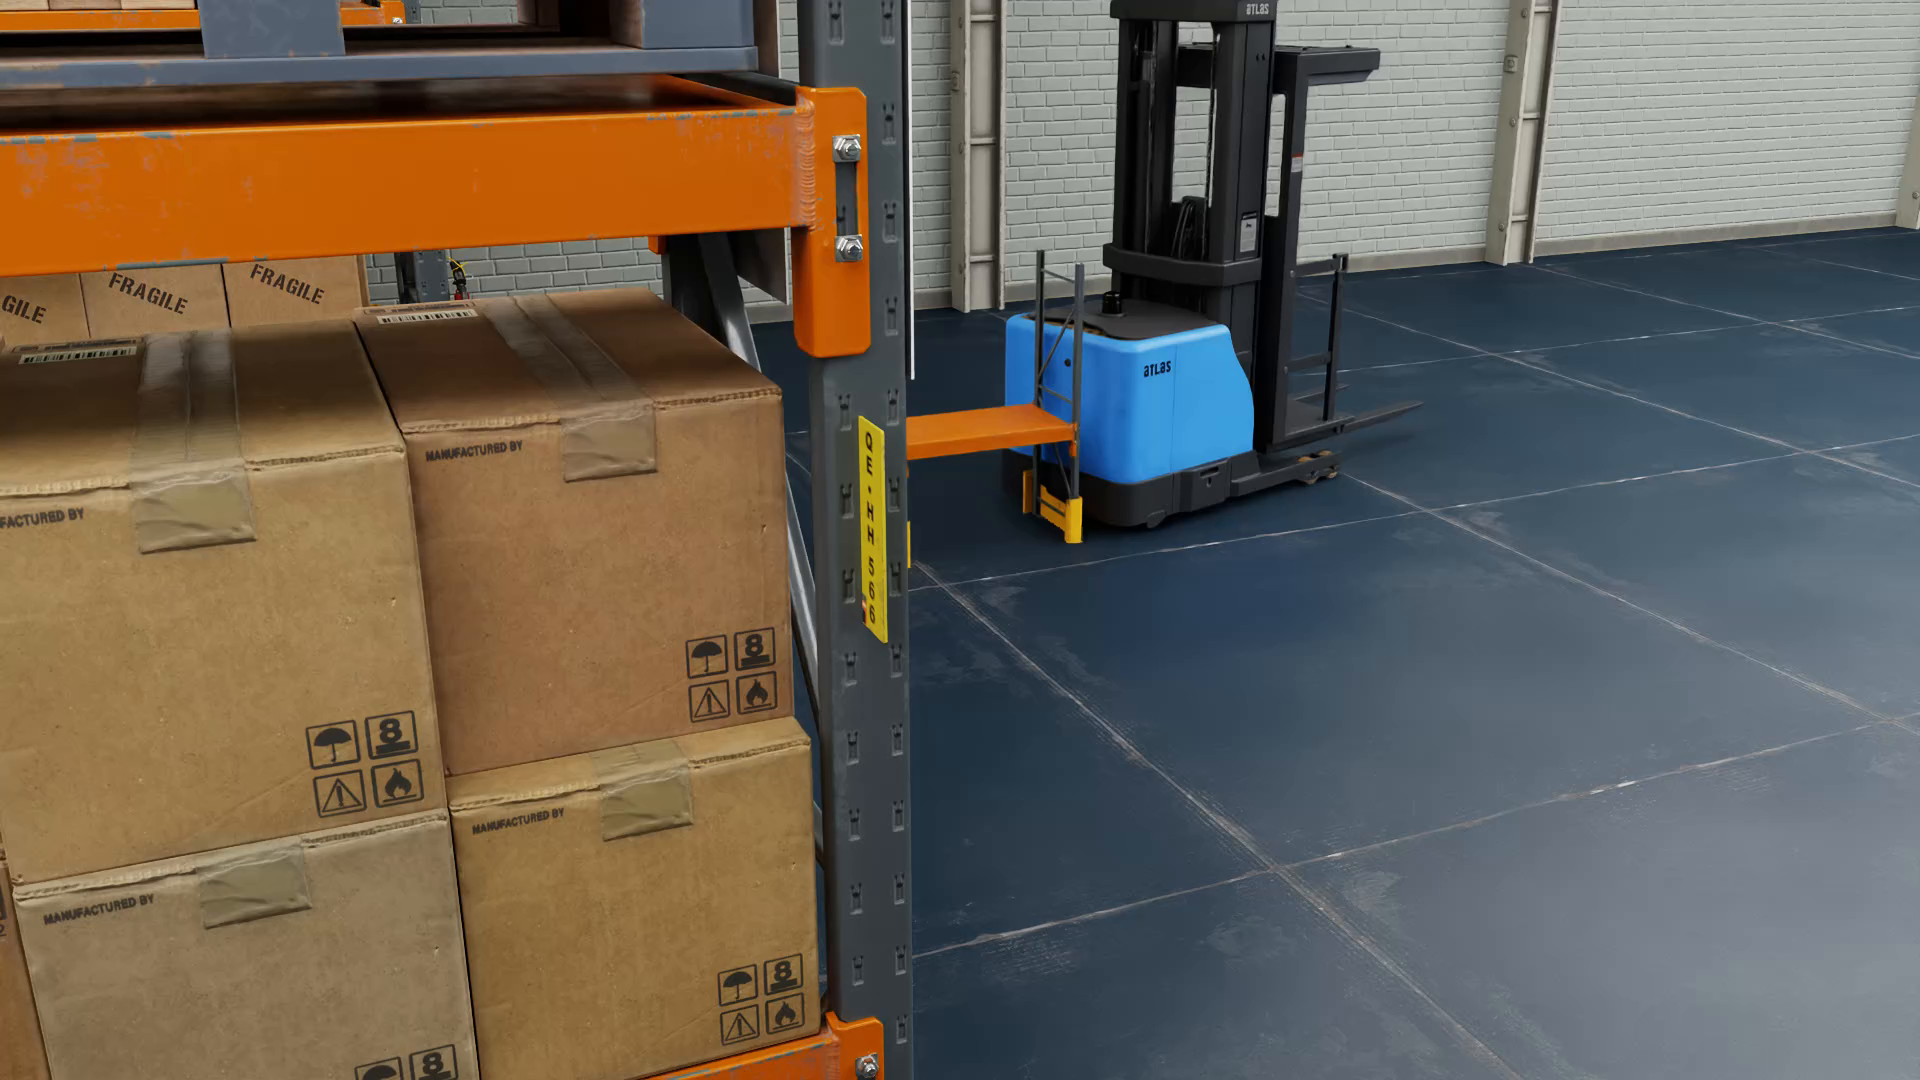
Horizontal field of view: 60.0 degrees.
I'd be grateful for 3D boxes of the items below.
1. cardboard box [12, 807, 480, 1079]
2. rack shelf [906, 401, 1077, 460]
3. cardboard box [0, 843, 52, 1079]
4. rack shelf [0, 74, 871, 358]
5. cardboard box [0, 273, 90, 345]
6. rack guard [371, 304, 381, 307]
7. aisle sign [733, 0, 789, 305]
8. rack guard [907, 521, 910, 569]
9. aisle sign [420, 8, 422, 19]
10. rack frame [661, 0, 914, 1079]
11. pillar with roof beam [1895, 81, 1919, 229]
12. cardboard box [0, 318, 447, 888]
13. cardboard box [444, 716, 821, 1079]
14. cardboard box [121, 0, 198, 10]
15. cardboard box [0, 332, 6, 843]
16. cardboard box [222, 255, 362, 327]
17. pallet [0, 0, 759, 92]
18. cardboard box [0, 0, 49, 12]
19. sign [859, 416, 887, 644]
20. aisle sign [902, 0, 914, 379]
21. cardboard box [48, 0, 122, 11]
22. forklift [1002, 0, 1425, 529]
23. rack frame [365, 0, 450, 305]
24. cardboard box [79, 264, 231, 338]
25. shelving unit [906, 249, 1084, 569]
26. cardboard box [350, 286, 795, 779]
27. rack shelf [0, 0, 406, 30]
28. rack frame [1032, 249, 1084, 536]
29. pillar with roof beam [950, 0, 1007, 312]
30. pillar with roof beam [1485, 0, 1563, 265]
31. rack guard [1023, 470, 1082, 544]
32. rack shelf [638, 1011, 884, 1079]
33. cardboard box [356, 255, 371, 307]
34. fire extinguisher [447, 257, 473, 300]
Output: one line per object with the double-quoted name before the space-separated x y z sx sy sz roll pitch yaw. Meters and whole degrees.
"cardboard box" -1.150 0.547 2.726 0.550 0.550 0.875 -8 21 -22
"rack shelf" 0.058 -0.542 8.845 1.000 0.185 0.538 -8 21 -22
"cardboard box" -1.714 0.582 2.626 0.550 0.550 0.875 -8 21 -22
"rack shelf" -2.168 -0.336 2.028 4.000 0.370 1.077 -8 21 -22
"cardboard box" -3.696 -0.923 6.529 0.500 0.500 0.500 -8 21 -22
"rack guard" -4.332 -1.358 12.125 0.348 0.500 1.175 -8 21 -22
"aisle sign" -0.385 -0.851 3.008 0.004 0.787 0.394 -8 21 -22
"rack guard" -0.406 -0.055 8.802 0.087 0.250 0.587 -8 21 -22
"aisle sign" -2.213 -2.166 6.743 0.004 0.787 0.394 -8 21 -22
"rack frame" -0.330 0.477 3.151 0.053 2.616 0.949 -8 21 -22
"pillar with roof beam" 12.882 -6.601 14.221 0.400 9.000 9.100 -8 21 -22
"cardboard box" -1.156 0.033 2.559 0.550 0.550 0.875 -8 21 -22
"cardboard box" -0.654 0.468 2.951 0.550 0.550 0.875 -8 21 -22
"cardboard box" -3.075 -2.117 6.380 0.250 0.149 0.380 -7 21 -20
"cardboard box" -1.724 0.066 2.467 0.550 0.550 0.875 -8 21 -22
"cardboard box" -2.774 -1.052 6.896 0.500 0.500 0.500 -9 21 -23
"pallet" -1.008 -0.796 2.384 1.213 0.211 1.003 -8 21 -22
"cardboard box" -3.544 -2.057 6.209 0.250 0.149 0.380 -8 21 -22
"sign" -0.129 -0.015 2.447 0.005 0.325 0.100 -8 21 -22
"aisle sign" -0.147 -0.668 2.489 0.004 0.787 0.394 -8 21 -22
"cardboard box" -3.334 -2.104 6.343 0.250 0.149 0.380 -8 21 -21
"forklift" 1.689 -1.832 9.812 3.031 2.935 1.130 -16 25 -38
"rack frame" -2.385 -1.020 7.403 0.127 3.000 1.000 -8 21 -22
"cardboard box" -3.236 -0.988 6.713 0.500 0.500 0.500 -8 21 -22
"shelving unit" 0.050 -0.711 8.782 1.083 1.500 0.587 -8 21 -22
"cardboard box" -0.687 -0.067 2.844 0.550 0.550 0.875 -8 21 -22
"rack shelf" -4.221 -1.833 6.277 4.000 0.370 1.077 -8 21 -22
"rack frame" 0.524 -0.780 8.978 0.032 1.500 0.500 -8 21 -22
"pillar with roof beam" 1.864 -5.023 9.738 0.400 9.000 9.100 -8 21 -22
"pillar with roof beam" 7.373 -5.812 11.980 0.400 9.000 9.100 -8 21 -22
"rack guard" 0.506 -0.188 9.178 0.087 0.250 0.587 -8 21 -22
"rack shelf" -2.168 1.078 2.526 4.000 0.370 1.077 -8 21 -22
"cardboard box" -2.930 -1.230 7.400 0.500 0.500 0.500 -8 21 -23
"fire extinguisher" -2.097 -0.858 7.060 0.183 0.674 0.296 -8 21 -22
